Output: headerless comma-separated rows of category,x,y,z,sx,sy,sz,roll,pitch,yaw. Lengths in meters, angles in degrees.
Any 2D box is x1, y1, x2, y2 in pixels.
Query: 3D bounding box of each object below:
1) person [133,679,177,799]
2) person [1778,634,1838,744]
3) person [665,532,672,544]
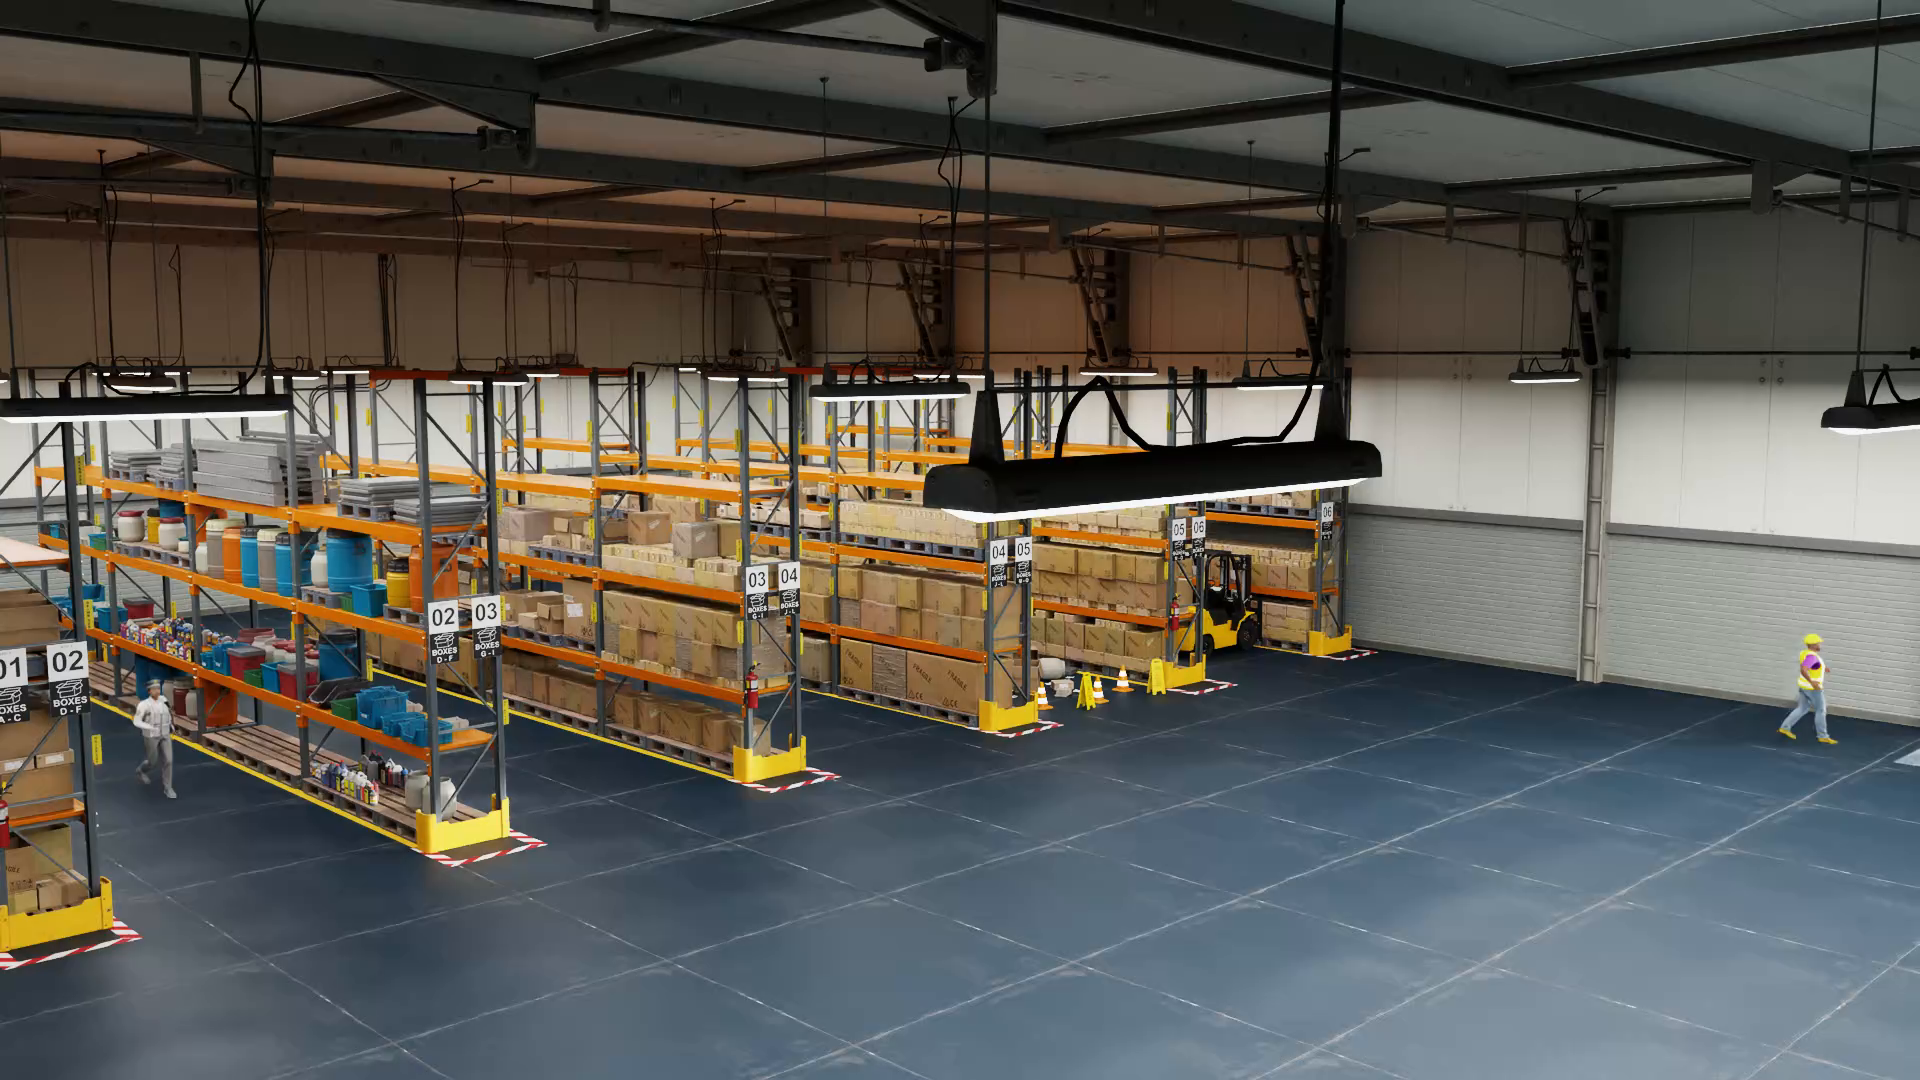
person,-11.517,2.817,23.824,0.882,1.700,0.617,5,8,37
person,13.742,2.394,26.858,0.888,1.768,0.704,1,6,6
person,-7.880,0.466,44.054,0.952,1.733,0.733,-1,7,-10
